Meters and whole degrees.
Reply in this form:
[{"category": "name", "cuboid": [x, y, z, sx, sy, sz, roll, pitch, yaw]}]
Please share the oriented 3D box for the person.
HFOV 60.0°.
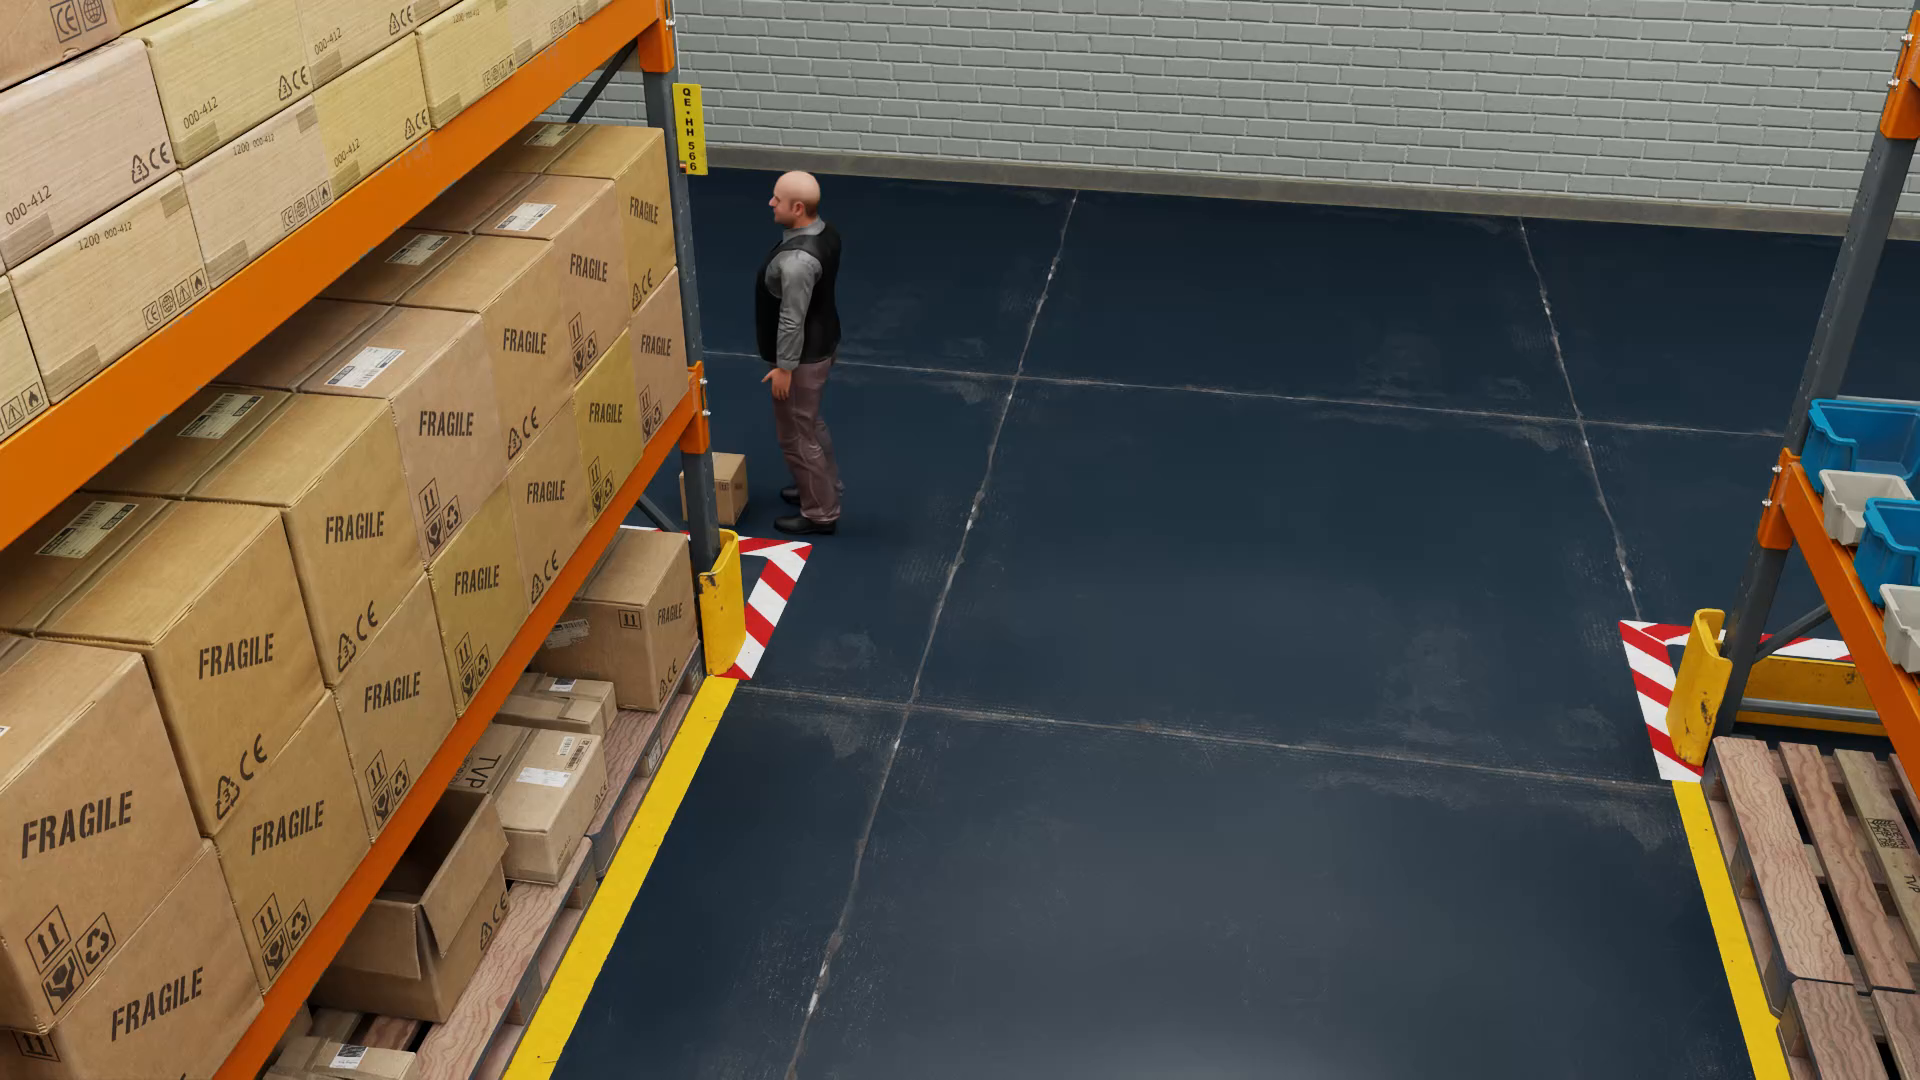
[{"category": "person", "cuboid": [-0.721, -0.830, 7.492, 0.360, 1.719, 0.532, 5, 32, 7]}]
